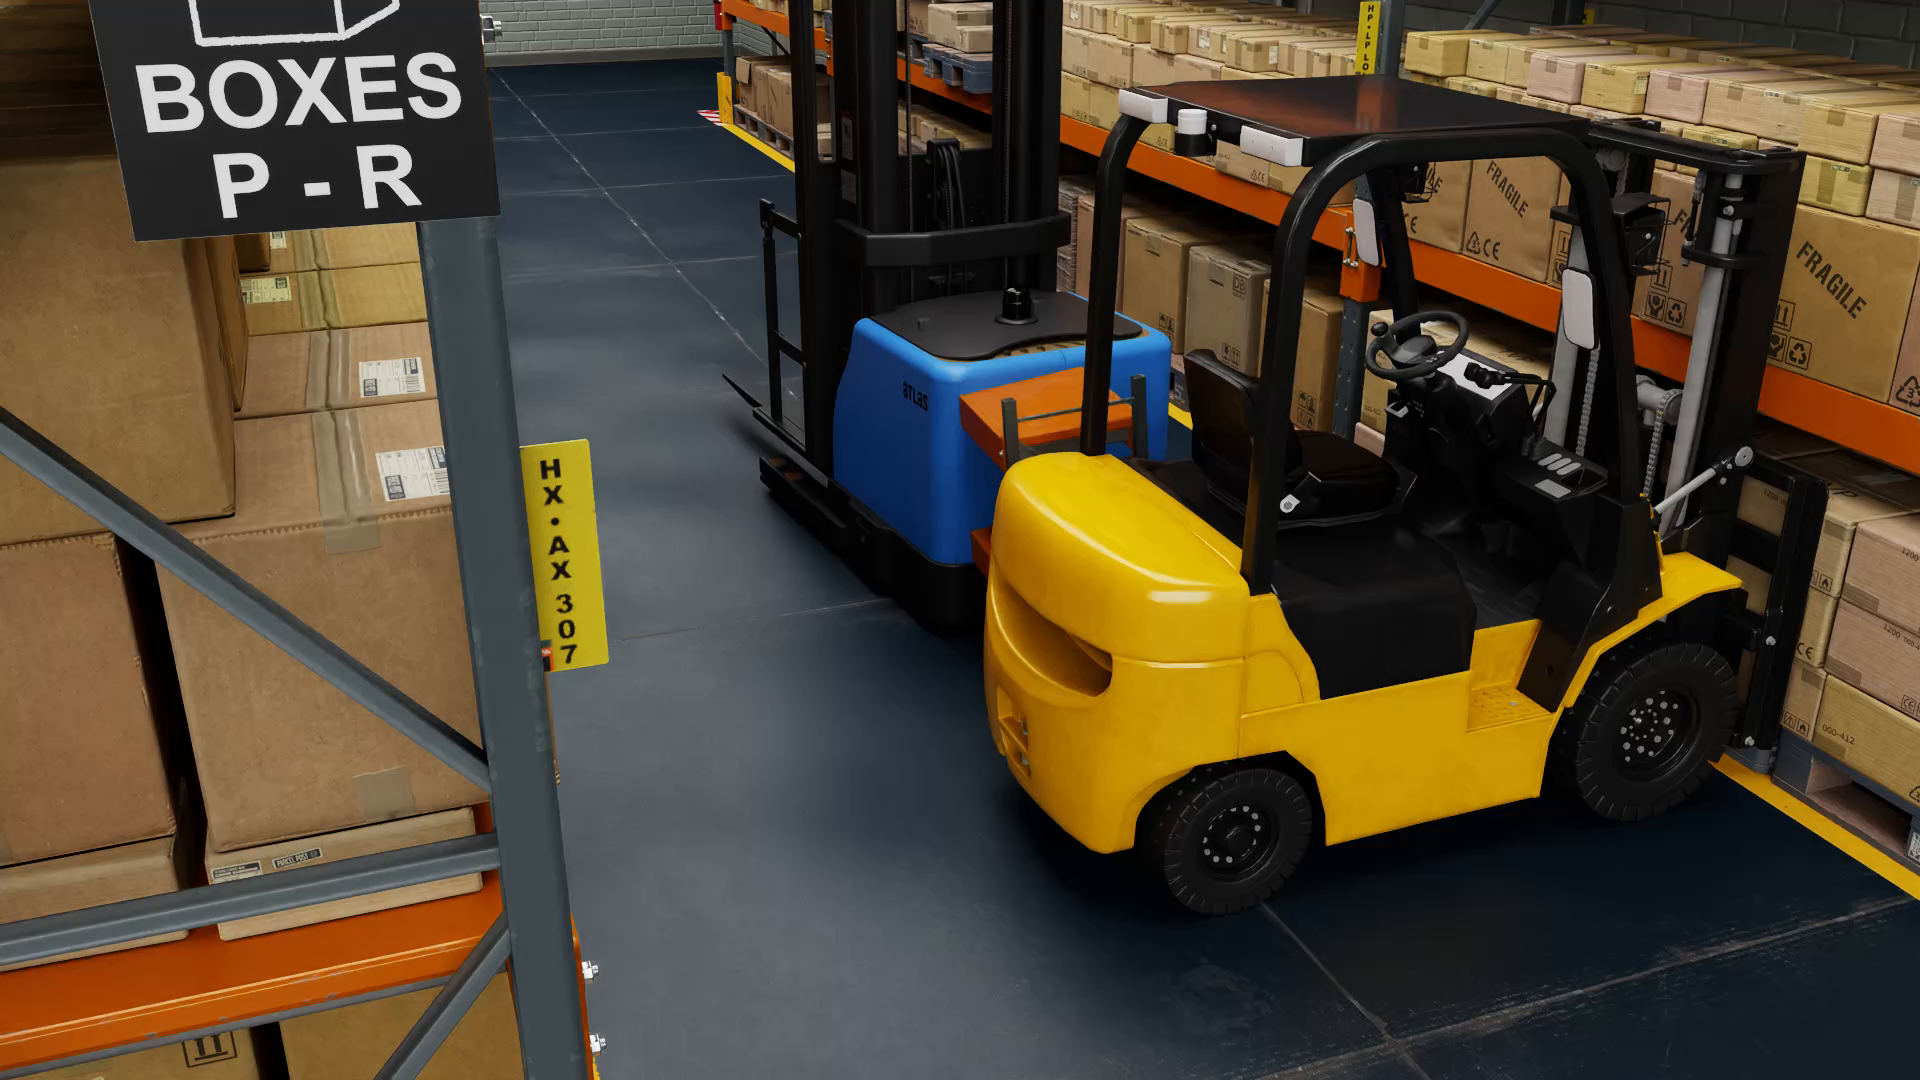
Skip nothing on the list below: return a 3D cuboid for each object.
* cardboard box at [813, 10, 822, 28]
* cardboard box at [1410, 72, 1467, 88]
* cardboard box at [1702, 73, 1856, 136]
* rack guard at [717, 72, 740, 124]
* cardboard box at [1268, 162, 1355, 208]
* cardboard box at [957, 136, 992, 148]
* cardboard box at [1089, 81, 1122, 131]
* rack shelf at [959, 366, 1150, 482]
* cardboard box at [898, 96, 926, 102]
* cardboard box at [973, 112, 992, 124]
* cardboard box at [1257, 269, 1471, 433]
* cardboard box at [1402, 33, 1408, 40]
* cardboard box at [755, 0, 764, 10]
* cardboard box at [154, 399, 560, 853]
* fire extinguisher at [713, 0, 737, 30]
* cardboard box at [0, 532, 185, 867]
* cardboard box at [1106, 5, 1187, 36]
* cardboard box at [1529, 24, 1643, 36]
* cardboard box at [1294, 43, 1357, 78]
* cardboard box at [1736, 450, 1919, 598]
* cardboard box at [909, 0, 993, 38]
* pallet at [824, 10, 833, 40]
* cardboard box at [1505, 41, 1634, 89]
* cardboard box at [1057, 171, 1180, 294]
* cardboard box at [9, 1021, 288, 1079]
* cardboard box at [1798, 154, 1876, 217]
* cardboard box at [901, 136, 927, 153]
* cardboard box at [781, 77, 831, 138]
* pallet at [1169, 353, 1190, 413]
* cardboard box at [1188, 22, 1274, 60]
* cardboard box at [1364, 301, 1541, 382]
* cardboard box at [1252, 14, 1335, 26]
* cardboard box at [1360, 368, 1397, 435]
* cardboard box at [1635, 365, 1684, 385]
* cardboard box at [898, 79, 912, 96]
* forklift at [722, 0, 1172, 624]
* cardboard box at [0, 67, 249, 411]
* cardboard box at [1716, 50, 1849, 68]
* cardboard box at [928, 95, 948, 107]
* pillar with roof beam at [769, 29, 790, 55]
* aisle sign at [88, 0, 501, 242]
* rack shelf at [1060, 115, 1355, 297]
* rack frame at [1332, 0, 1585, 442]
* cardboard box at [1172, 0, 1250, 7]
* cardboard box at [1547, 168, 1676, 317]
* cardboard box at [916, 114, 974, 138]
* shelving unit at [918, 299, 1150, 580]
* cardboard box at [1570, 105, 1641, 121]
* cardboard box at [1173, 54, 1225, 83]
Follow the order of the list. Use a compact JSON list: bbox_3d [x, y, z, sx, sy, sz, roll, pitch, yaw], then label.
[{"bbox_3d":[-1.096,-4.601,14.627,0.380,0.149,0.250,-8,24,-18],"label":"cardboard box"},{"bbox_3d":[2.057,-1.830,6.766,0.380,0.149,0.250,-9,24,-20],"label":"cardboard box"},{"bbox_3d":[2.660,-1.417,5.403,0.380,0.149,0.250,-8,24,-19],"label":"cardboard box"},{"bbox_3d":[-2.022,-4.818,18.037,1.175,0.500,0.348,-8,24,-19],"label":"rack guard"},{"bbox_3d":[1.768,-1.715,7.650,0.500,0.250,0.500,-8,24,-18],"label":"cardboard box"},{"bbox_3d":[0.189,-2.772,11.808,0.380,0.149,0.250,-9,25,-21],"label":"cardboard box"},{"bbox_3d":[1.067,-2.457,9.410,0.500,0.250,0.500,-9,25,-21],"label":"cardboard box"},{"bbox_3d":[0.250,-0.449,6.061,0.538,0.278,1.000,-11,25,-14],"label":"rack shelf"},{"bbox_3d":[-0.486,-3.536,13.619,0.380,0.149,0.250,-10,25,-22],"label":"cardboard box"},{"bbox_3d":[0.323,-3.230,12.893,0.380,0.149,0.250,-9,25,-21],"label":"cardboard box"},{"bbox_3d":[1.996,-0.924,8.098,0.875,0.625,0.625,-7,24,-17],"label":"cardboard box"},{"bbox_3d":[2.134,-2.335,7.963,0.380,0.149,0.250,-8,24,-19],"label":"cardboard box"},{"bbox_3d":[-1.780,-5.249,16.166,0.380,0.149,0.250,-9,24,-20],"label":"cardboard box"},{"bbox_3d":[-0.946,0.106,2.626,0.500,0.500,0.500,-9,24,-20],"label":"cardboard box"},{"bbox_3d":[-2.533,-5.780,17.680,0.296,0.674,0.183,-8,24,-19],"label":"fire extinguisher"},{"bbox_3d":[-1.488,0.156,2.505,0.500,0.500,0.500,-9,24,-20],"label":"cardboard box"},{"bbox_3d":[1.046,-2.912,9.333,0.380,0.149,0.250,-8,24,-18],"label":"cardboard box"},{"bbox_3d":[2.586,-2.044,6.892,0.380,0.149,0.250,-8,24,-19],"label":"cardboard box"},{"bbox_3d":[1.754,-2.167,7.565,0.380,0.149,0.250,-9,24,-20],"label":"cardboard box"},{"bbox_3d":[2.776,-0.062,5.247,0.500,0.250,0.500,-8,24,-18],"label":"cardboard box"},{"bbox_3d":[0.028,-3.899,11.965,0.797,0.503,0.637,-9,24,-20],"label":"cardboard box"},{"bbox_3d":[-0.455,-4.150,13.481,1.003,0.211,1.213,-8,24,-19],"label":"pallet"},{"bbox_3d":[2.301,-1.788,6.284,0.380,0.149,0.250,-9,24,-20],"label":"cardboard box"},{"bbox_3d":[0.985,-1.961,10.558,0.875,0.625,0.625,-8,24,-17],"label":"cardboard box"},{"bbox_3d":[-1.565,0.972,3.117,0.500,0.500,0.500,-8,24,-19],"label":"cardboard box"},{"bbox_3d":[2.743,-1.079,4.984,0.380,0.149,0.250,-8,24,-19],"label":"cardboard box"},{"bbox_3d":[-0.128,-2.815,12.745,0.500,0.500,0.500,-9,25,-21],"label":"cardboard box"},{"bbox_3d":[-1.289,-4.110,15.818,0.700,0.500,0.500,-9,25,-21],"label":"cardboard box"},{"bbox_3d":[1.459,-1.058,9.489,1.003,0.211,1.213,-8,24,-19],"label":"pallet"},{"bbox_3d":[1.383,-2.536,8.440,0.380,0.149,0.250,-8,24,-19],"label":"cardboard box"},{"bbox_3d":[2.068,-0.805,7.011,0.500,0.250,0.500,-9,24,-20],"label":"cardboard box"},{"bbox_3d":[1.772,-2.699,8.829,0.380,0.149,0.250,-8,24,-19],"label":"cardboard box"},{"bbox_3d":[2.073,-0.576,7.110,0.500,0.250,0.500,-8,24,-19],"label":"cardboard box"},{"bbox_3d":[2.905,-0.504,6.296,0.500,0.250,0.500,-8,24,-19],"label":"cardboard box"},{"bbox_3d":[-0.621,-3.767,13.784,0.380,0.149,0.250,-10,25,-22],"label":"cardboard box"},{"bbox_3d":[-0.281,-1.569,7.199,1.130,2.935,3.031,-11,25,-24],"label":"forklift"},{"bbox_3d":[-1.595,-0.486,2.741,0.700,0.500,0.500,-8,24,-18],"label":"cardboard box"},{"bbox_3d":[2.962,-1.674,6.013,0.380,0.149,0.250,-9,24,-20],"label":"cardboard box"},{"bbox_3d":[-0.044,-3.608,13.791,0.380,0.149,0.250,-8,24,-18],"label":"cardboard box"},{"bbox_3d":[-6.185,-9.274,17.668,9.100,9.000,0.400,-8,24,-19],"label":"pillar with roof beam"},{"bbox_3d":[-0.727,-0.719,1.747,0.394,0.787,0.004,-8,24,-19],"label":"aisle sign"},{"bbox_3d":[1.484,-2.032,9.136,1.077,0.370,4.000,-8,24,-19],"label":"rack shelf"},{"bbox_3d":[2.191,-1.637,7.272,1.000,3.000,0.127,-8,24,-19],"label":"rack frame"},{"bbox_3d":[1.465,-3.083,9.739,0.380,0.149,0.250,-9,24,-20],"label":"cardboard box"},{"bbox_3d":[2.483,-1.115,5.905,0.500,0.500,0.500,-9,24,-20],"label":"cardboard box"},{"bbox_3d":[-0.115,-3.158,12.722,0.380,0.149,0.250,-8,24,-19],"label":"cardboard box"},{"bbox_3d":[0.273,-0.184,6.182,0.538,1.125,1.048,-11,25,-14],"label":"shelving unit"},{"bbox_3d":[2.377,-1.450,5.864,0.380,0.149,0.250,-9,24,-20],"label":"cardboard box"},{"bbox_3d":[1.415,-2.314,8.428,0.500,0.250,0.500,-8,24,-18],"label":"cardboard box"}]
